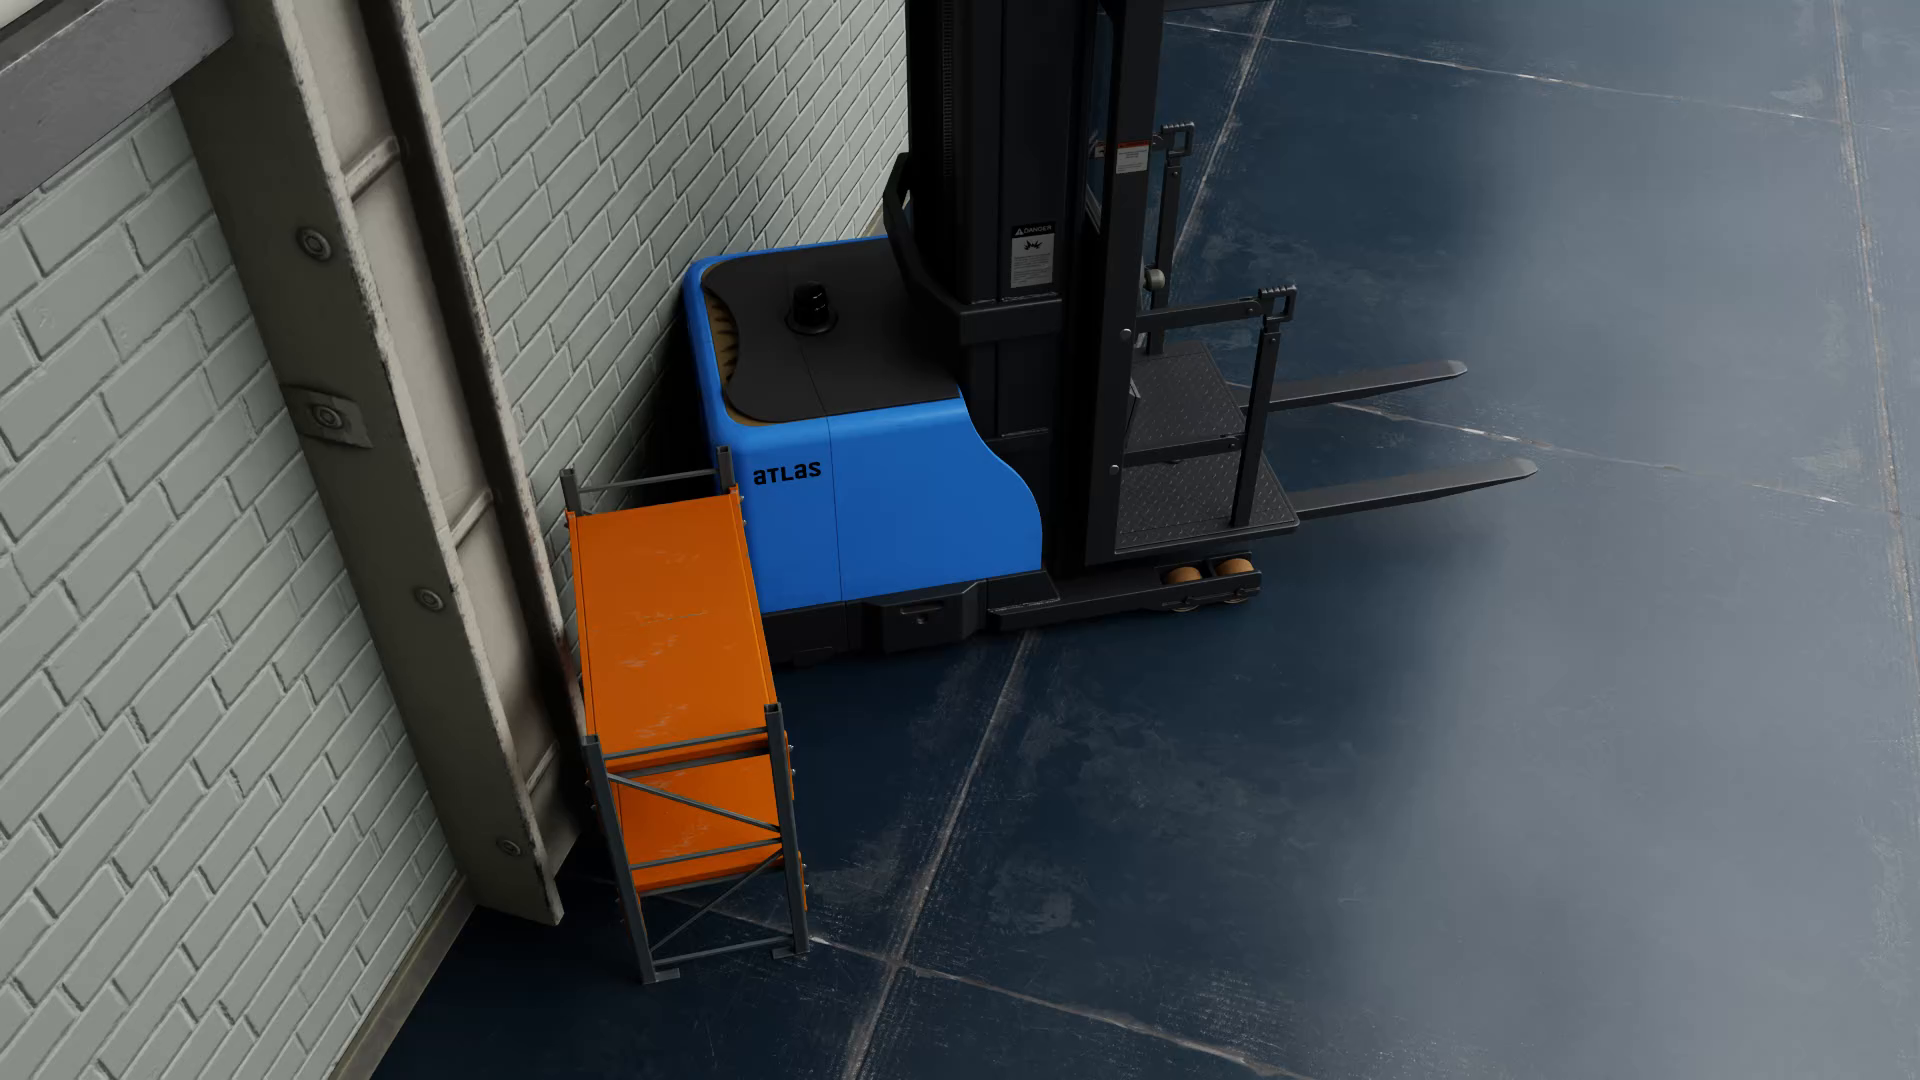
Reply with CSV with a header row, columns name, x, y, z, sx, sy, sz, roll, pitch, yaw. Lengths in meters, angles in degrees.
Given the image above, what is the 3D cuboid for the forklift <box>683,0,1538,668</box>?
name,x,y,z,sx,sy,sz,roll,pitch,yaw
forklift,0.607,-1.143,5.322,3.031,2.935,1.130,-9,45,-9

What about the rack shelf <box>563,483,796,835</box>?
name,x,y,z,sx,sy,sz,roll,pitch,yaw
rack shelf,-0.810,0.307,4.713,0.538,0.278,1.000,-9,45,-9

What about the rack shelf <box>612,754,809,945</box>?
name,x,y,z,sx,sy,sz,roll,pitch,yaw
rack shelf,-0.810,0.691,5.089,0.538,0.278,1.000,-9,45,-9

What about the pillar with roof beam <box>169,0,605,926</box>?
name,x,y,z,sx,sy,sz,roll,pitch,yaw
pillar with roof beam,2.790,-1.295,1.139,9.100,9.000,0.400,13,46,13

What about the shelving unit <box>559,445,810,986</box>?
name,x,y,z,sx,sy,sz,roll,pitch,yaw
shelving unit,-0.810,0.516,4.918,0.538,1.125,1.048,-9,45,-9

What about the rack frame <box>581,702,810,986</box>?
name,x,y,z,sx,sy,sz,roll,pitch,yaw
rack frame,-0.697,0.863,4.564,0.500,1.125,0.032,-9,45,-9

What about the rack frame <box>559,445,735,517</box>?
name,x,y,z,sx,sy,sz,roll,pitch,yaw
rack frame,-0.923,0.170,5.272,0.500,1.125,0.032,-9,45,-9
